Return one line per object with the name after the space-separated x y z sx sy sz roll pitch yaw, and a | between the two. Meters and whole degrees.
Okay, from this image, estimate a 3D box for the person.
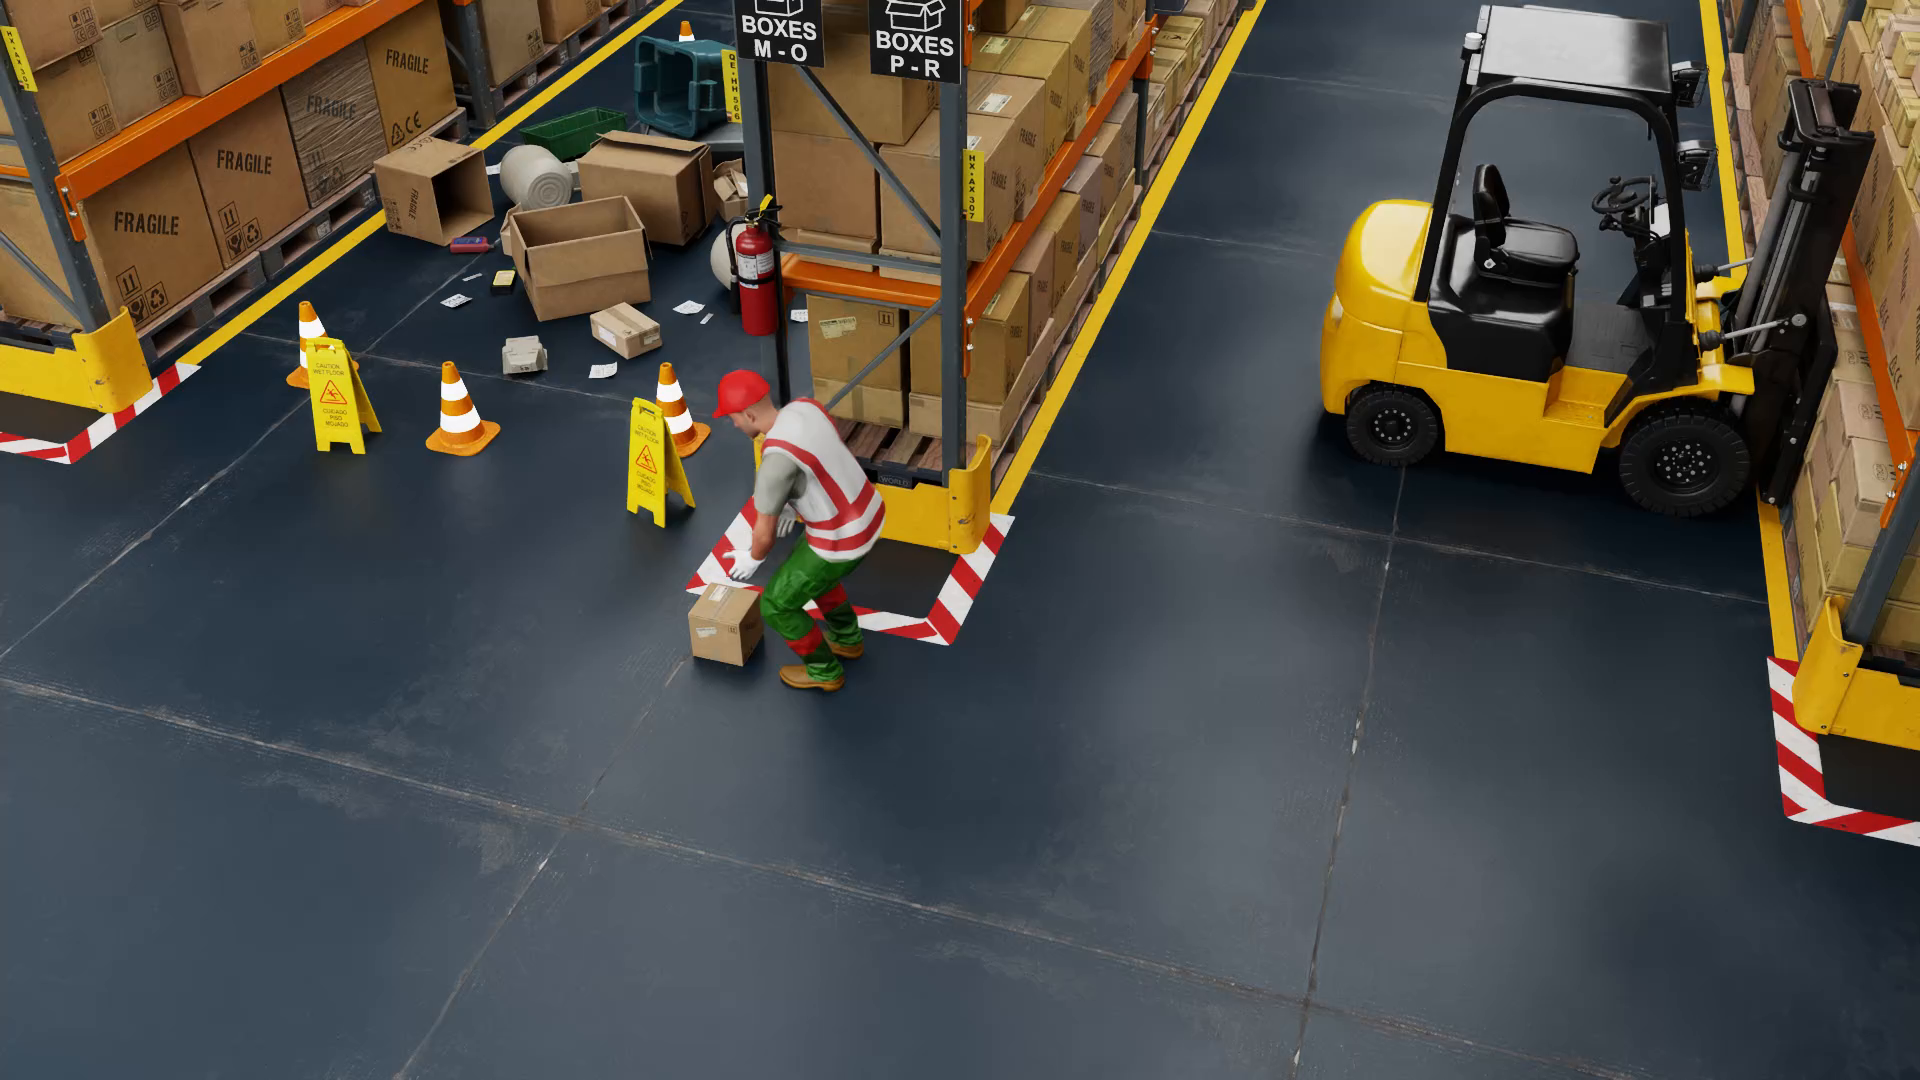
-0.681 -0.029 7.129 0.690 1.528 0.579 11 38 14 | person
